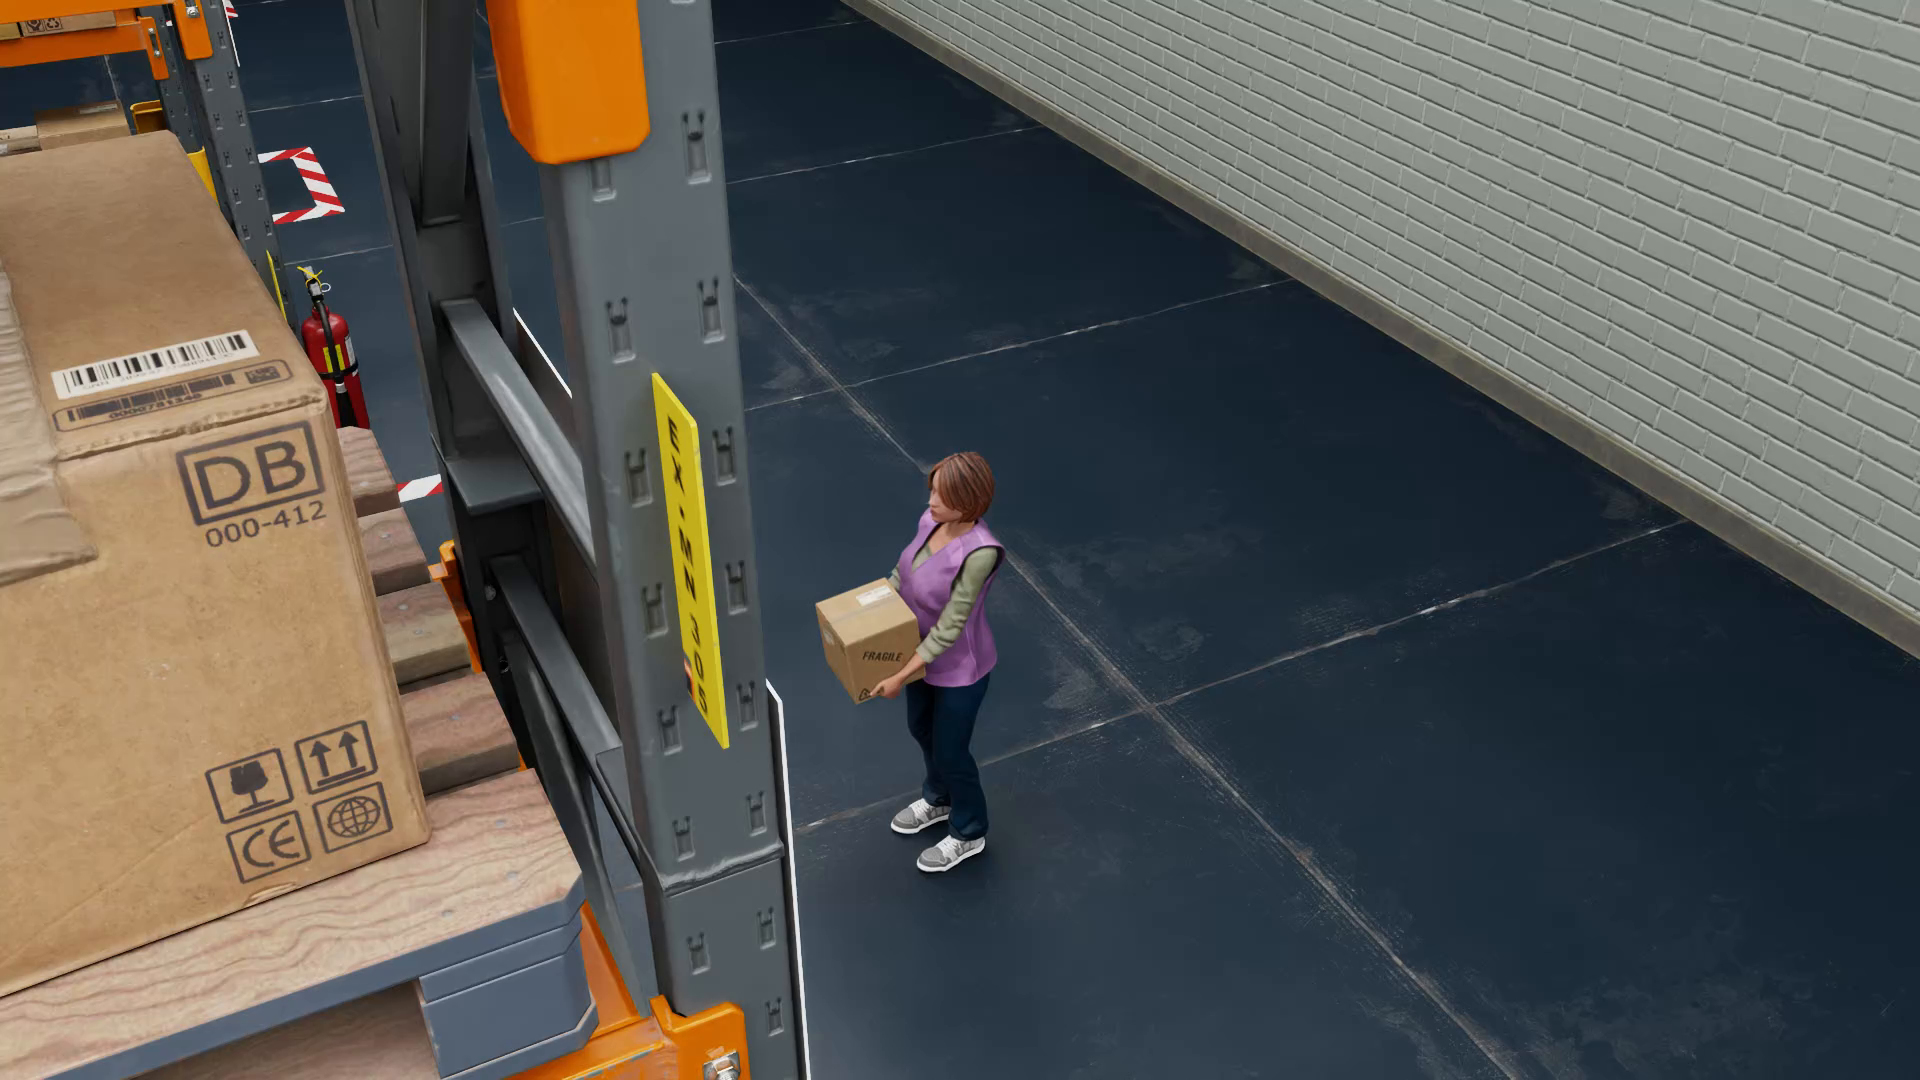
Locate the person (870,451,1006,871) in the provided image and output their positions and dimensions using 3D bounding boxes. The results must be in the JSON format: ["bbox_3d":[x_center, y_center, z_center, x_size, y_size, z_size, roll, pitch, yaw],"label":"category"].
[{"bbox_3d":[-0.123,0.426,5.511,0.491,1.591,0.404,-15,36,-21],"label":"person"}]
